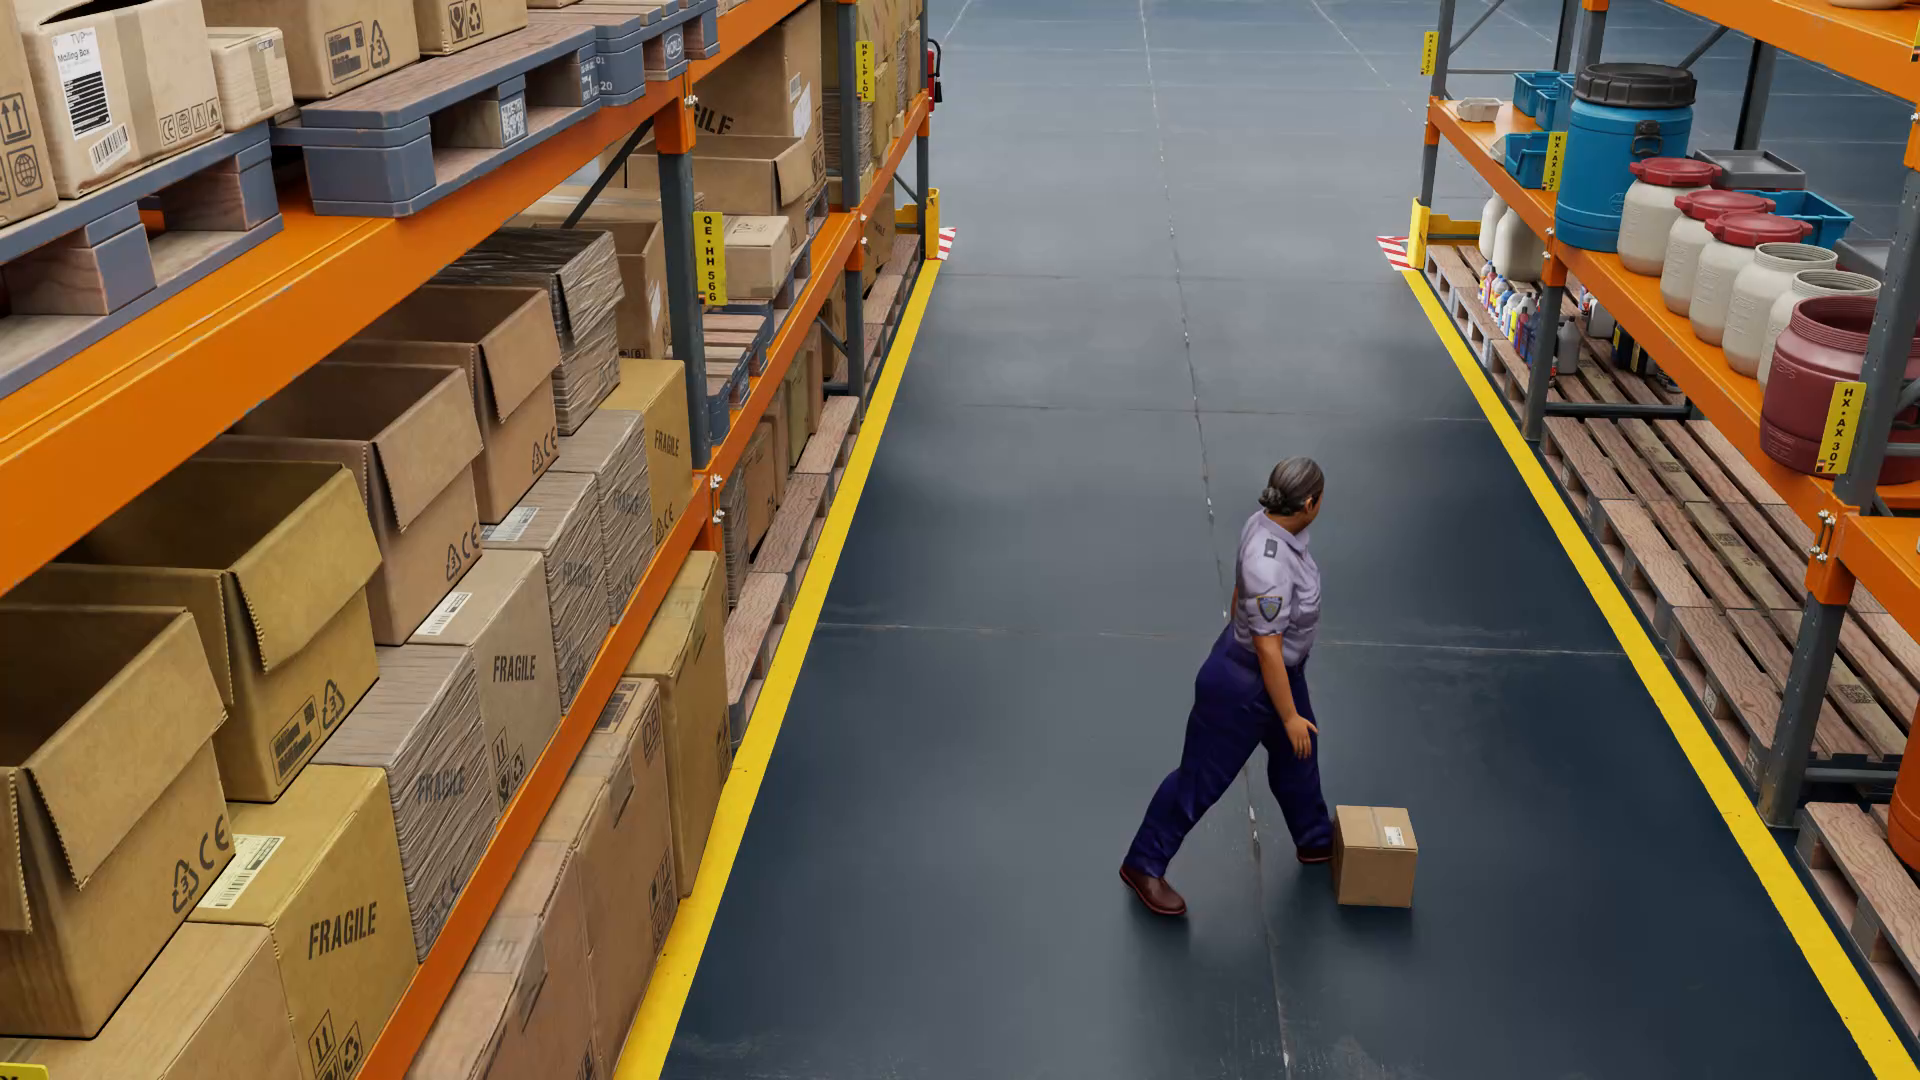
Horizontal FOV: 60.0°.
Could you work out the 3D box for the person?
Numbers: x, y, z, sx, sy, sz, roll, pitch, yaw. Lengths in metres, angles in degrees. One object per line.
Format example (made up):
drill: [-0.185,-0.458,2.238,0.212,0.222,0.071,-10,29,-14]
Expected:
person: [1.022,0.483,5.575,0.858,1.607,0.646,8,26,17]
